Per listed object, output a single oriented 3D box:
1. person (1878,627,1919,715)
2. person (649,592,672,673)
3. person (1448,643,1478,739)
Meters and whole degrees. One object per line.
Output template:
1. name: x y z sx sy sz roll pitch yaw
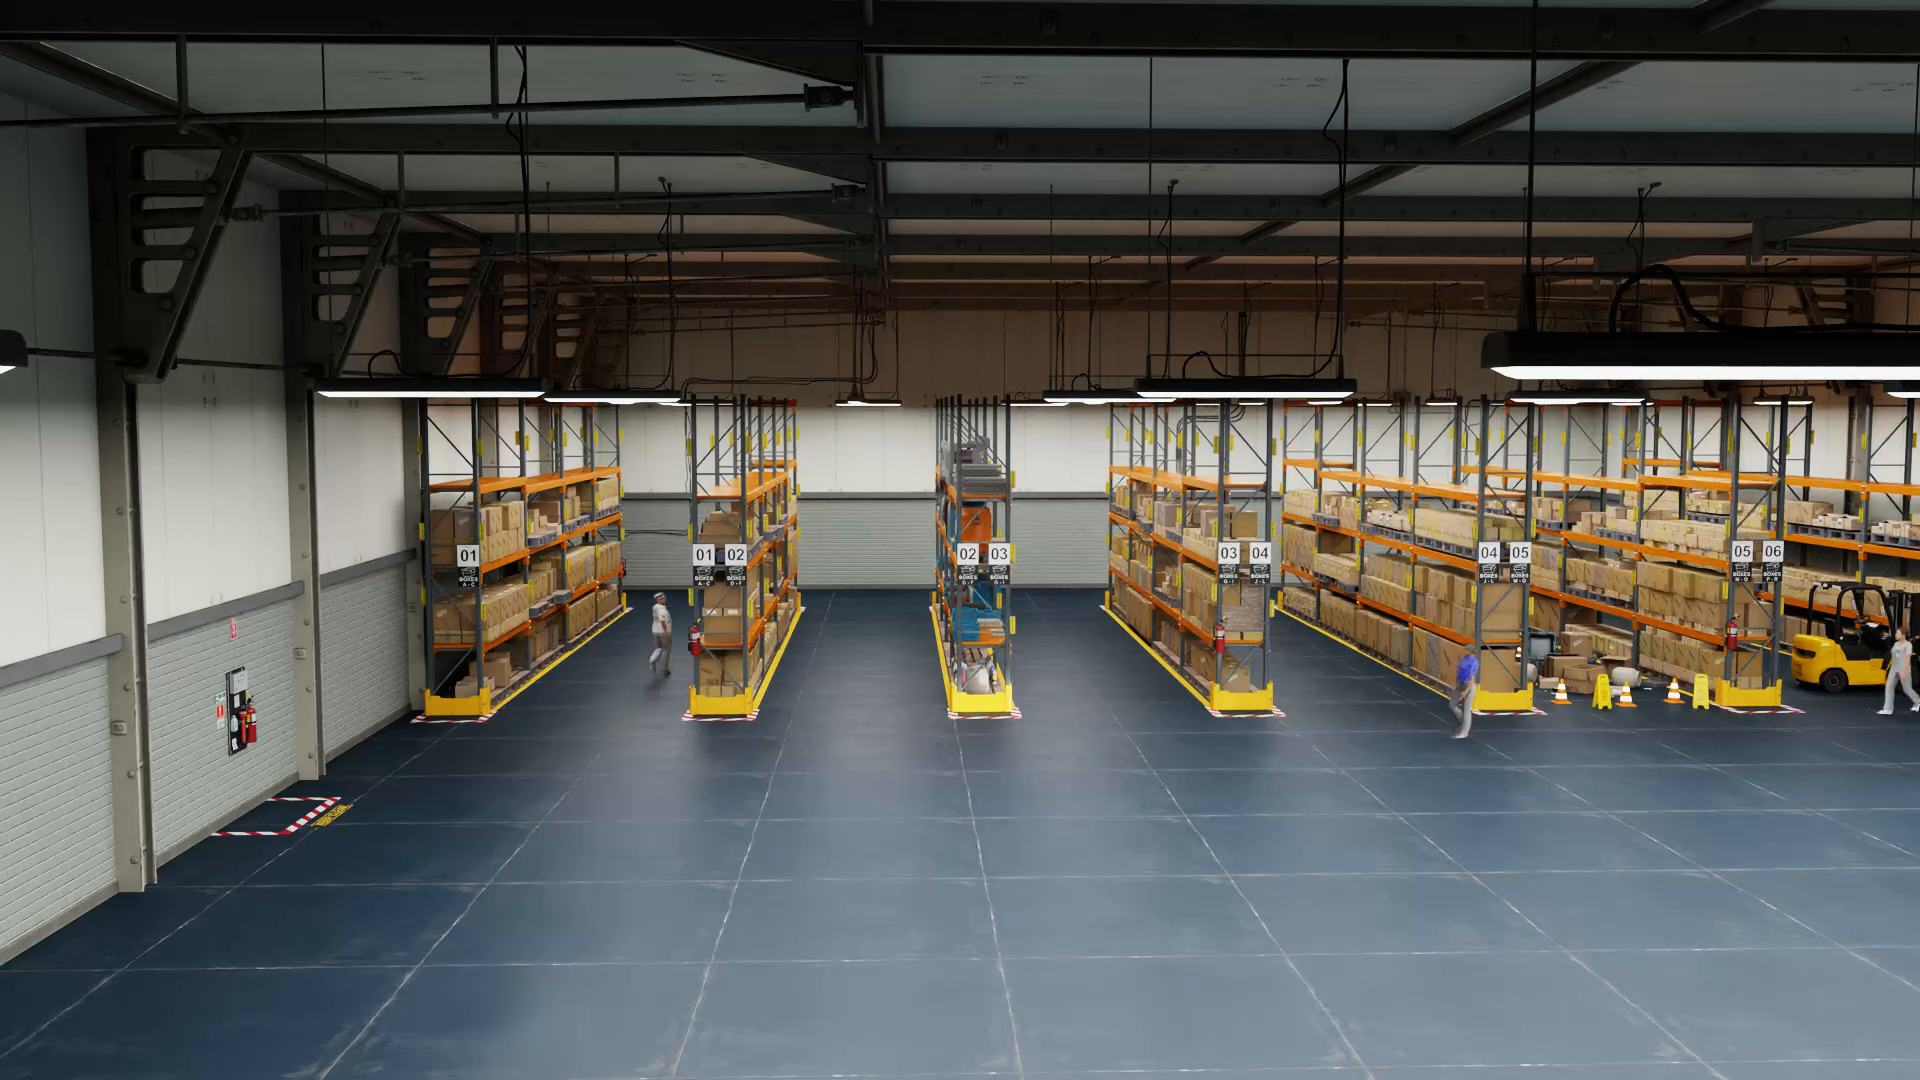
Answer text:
1. person: 17.644 2.450 31.125 0.948 1.644 0.429 -2 5 -23
2. person: -6.467 1.997 35.923 0.521 1.766 0.574 3 5 32
3. person: 8.764 2.625 29.004 0.481 1.673 0.529 -2 5 -24
